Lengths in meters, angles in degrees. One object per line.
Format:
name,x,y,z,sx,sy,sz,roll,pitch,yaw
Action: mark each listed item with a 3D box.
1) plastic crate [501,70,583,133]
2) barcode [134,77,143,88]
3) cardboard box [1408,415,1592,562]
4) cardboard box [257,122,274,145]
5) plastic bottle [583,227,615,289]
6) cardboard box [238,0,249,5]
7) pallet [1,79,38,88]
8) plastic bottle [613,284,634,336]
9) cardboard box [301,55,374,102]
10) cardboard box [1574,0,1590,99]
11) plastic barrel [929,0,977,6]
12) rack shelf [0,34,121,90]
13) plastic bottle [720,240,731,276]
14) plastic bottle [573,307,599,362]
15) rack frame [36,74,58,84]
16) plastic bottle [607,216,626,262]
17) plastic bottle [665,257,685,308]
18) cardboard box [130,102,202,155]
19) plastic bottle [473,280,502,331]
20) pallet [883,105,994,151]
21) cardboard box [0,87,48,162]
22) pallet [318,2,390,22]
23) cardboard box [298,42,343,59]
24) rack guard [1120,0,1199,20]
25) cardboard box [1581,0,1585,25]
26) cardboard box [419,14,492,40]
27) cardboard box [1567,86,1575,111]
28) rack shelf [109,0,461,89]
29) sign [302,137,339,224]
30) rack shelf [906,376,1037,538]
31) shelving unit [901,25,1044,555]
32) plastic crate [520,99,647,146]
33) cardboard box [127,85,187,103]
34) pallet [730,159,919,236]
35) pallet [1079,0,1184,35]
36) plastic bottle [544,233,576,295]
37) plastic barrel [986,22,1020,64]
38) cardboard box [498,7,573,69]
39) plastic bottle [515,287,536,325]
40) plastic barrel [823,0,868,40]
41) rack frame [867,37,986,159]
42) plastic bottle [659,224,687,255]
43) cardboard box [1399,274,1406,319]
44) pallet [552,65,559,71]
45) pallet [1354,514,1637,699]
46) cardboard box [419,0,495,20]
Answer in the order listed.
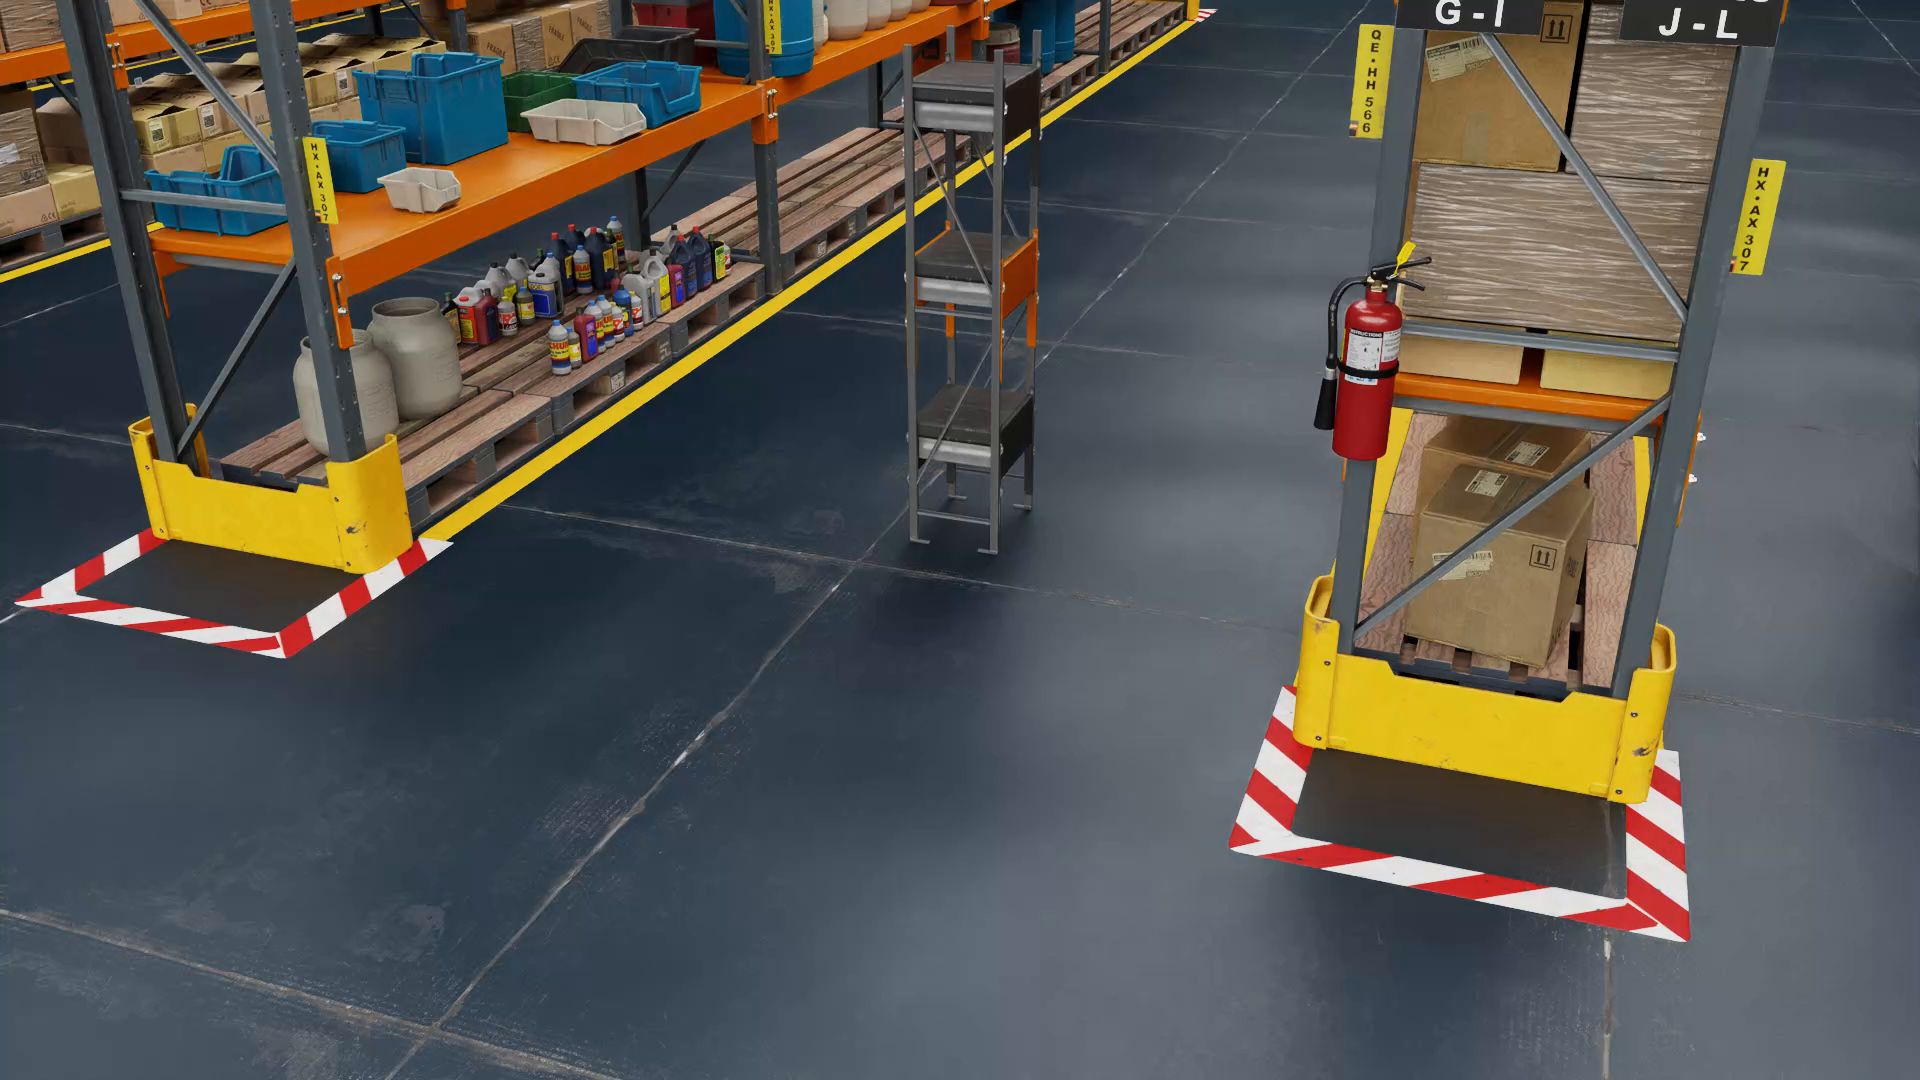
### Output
plastic crate,-2.326,-2.349,8.902,0.450,0.188,0.662,9,27,17
barcode,-5.801,-3.230,11.742,0.001,0.075,0.075,9,27,17
cardboard box,2.122,-0.168,6.541,0.500,0.500,0.500,17,30,31
cardboard box,-5.569,-3.185,13.060,0.500,0.250,0.500,8,27,16
plastic bottle,-2.132,-1.674,9.801,0.144,0.351,0.185,9,27,17
cardboard box,-5.665,-4.461,12.908,0.500,0.500,0.500,9,27,18
pallet,-9.881,-4.466,16.231,1.003,0.211,1.213,9,27,17
plastic bottle,-1.827,-1.252,9.021,0.097,0.271,0.097,0,26,0
cardboard box,-5.226,-3.856,13.802,0.500,0.311,0.500,9,27,17
cardboard box,2.509,-1.825,5.973,0.500,0.500,0.500,9,27,17
plastic barrel,-0.146,-4.431,12.804,0.600,0.536,0.708,9,27,17
rack shelf,-6.944,-2.535,9.870,1.077,0.370,4.000,9,27,17
plastic bottle,-1.435,-1.705,10.036,0.097,0.201,0.097,0,26,0
plastic bottle,-1.950,-1.083,8.657,0.061,0.283,0.133,9,27,18
rack frame,-9.620,-6.042,16.286,1.000,3.000,0.127,9,27,17
plastic bottle,-2.128,-1.864,10.283,0.097,0.271,0.097,0,26,0
plastic bottle,-1.630,-1.478,9.473,0.061,0.283,0.133,11,28,21
cardboard box,-5.906,-3.018,12.072,0.500,0.311,0.500,9,27,18
plastic bottle,-2.586,-1.264,9.040,0.152,0.276,0.135,8,27,16
pallet,-0.054,-3.680,14.608,1.003,0.211,1.213,9,27,17
cardboard box,-6.728,-2.825,11.455,0.500,0.500,0.500,9,27,17
pallet,-7.962,-6.731,20.911,1.003,0.211,1.213,9,27,17
cardboard box,-5.565,-4.139,14.386,0.500,0.311,0.500,8,27,16
rack guard,2.381,-6.779,20.678,1.175,0.500,0.348,9,27,17
cardboard box,3.172,-2.647,7.671,0.500,0.500,0.500,9,27,17
cardboard box,-4.857,-4.816,16.118,0.500,0.500,0.500,10,28,19
cardboard box,2.201,-1.422,6.289,0.875,0.500,0.500,9,27,17
rack shelf,-5.612,-4.179,13.265,1.077,0.370,4.000,9,27,17
sign,-2.422,-1.360,6.300,0.100,0.325,0.005,9,27,17
rack shelf,0.055,-0.371,7.244,0.431,0.518,0.480,9,27,17
shelving unit,0.055,-1.013,6.933,0.431,2.100,0.503,9,27,17
plastic crate,-1.910,-2.138,8.527,0.530,0.136,0.437,9,27,17
cardboard box,-6.246,-3.307,12.669,0.500,0.311,0.500,10,27,19
pallet,-0.979,-2.537,12.248,1.003,0.211,1.213,9,27,17
pallet,2.074,-6.304,20.028,1.003,0.211,1.213,9,27,17
plastic bottle,-2.331,-1.618,9.684,0.144,0.351,0.185,8,27,15
plastic barrel,0.245,-4.376,15.131,0.600,0.588,0.708,9,27,17
cardboard box,-4.185,-4.965,16.425,0.500,0.500,0.500,8,27,17
plastic bottle,-2.406,-1.300,9.199,0.097,0.201,0.097,0,26,0
plastic barrel,-0.839,-3.685,11.263,0.433,0.535,0.433,0,26,0
rack frame,-0.277,-4.605,13.319,1.000,3.000,0.127,9,27,17
plastic bottle,-1.687,-1.681,9.815,0.144,0.351,0.185,9,27,17
cardboard box,1.750,-0.846,5.843,0.380,0.149,0.250,9,27,17
pallet,-4.255,-4.871,17.067,1.003,0.211,1.213,9,27,17
pallet,2.060,0.296,6.396,1.003,0.211,1.213,9,27,17
cardboard box,-4.842,-5.177,16.004,0.500,0.250,0.500,10,28,19
